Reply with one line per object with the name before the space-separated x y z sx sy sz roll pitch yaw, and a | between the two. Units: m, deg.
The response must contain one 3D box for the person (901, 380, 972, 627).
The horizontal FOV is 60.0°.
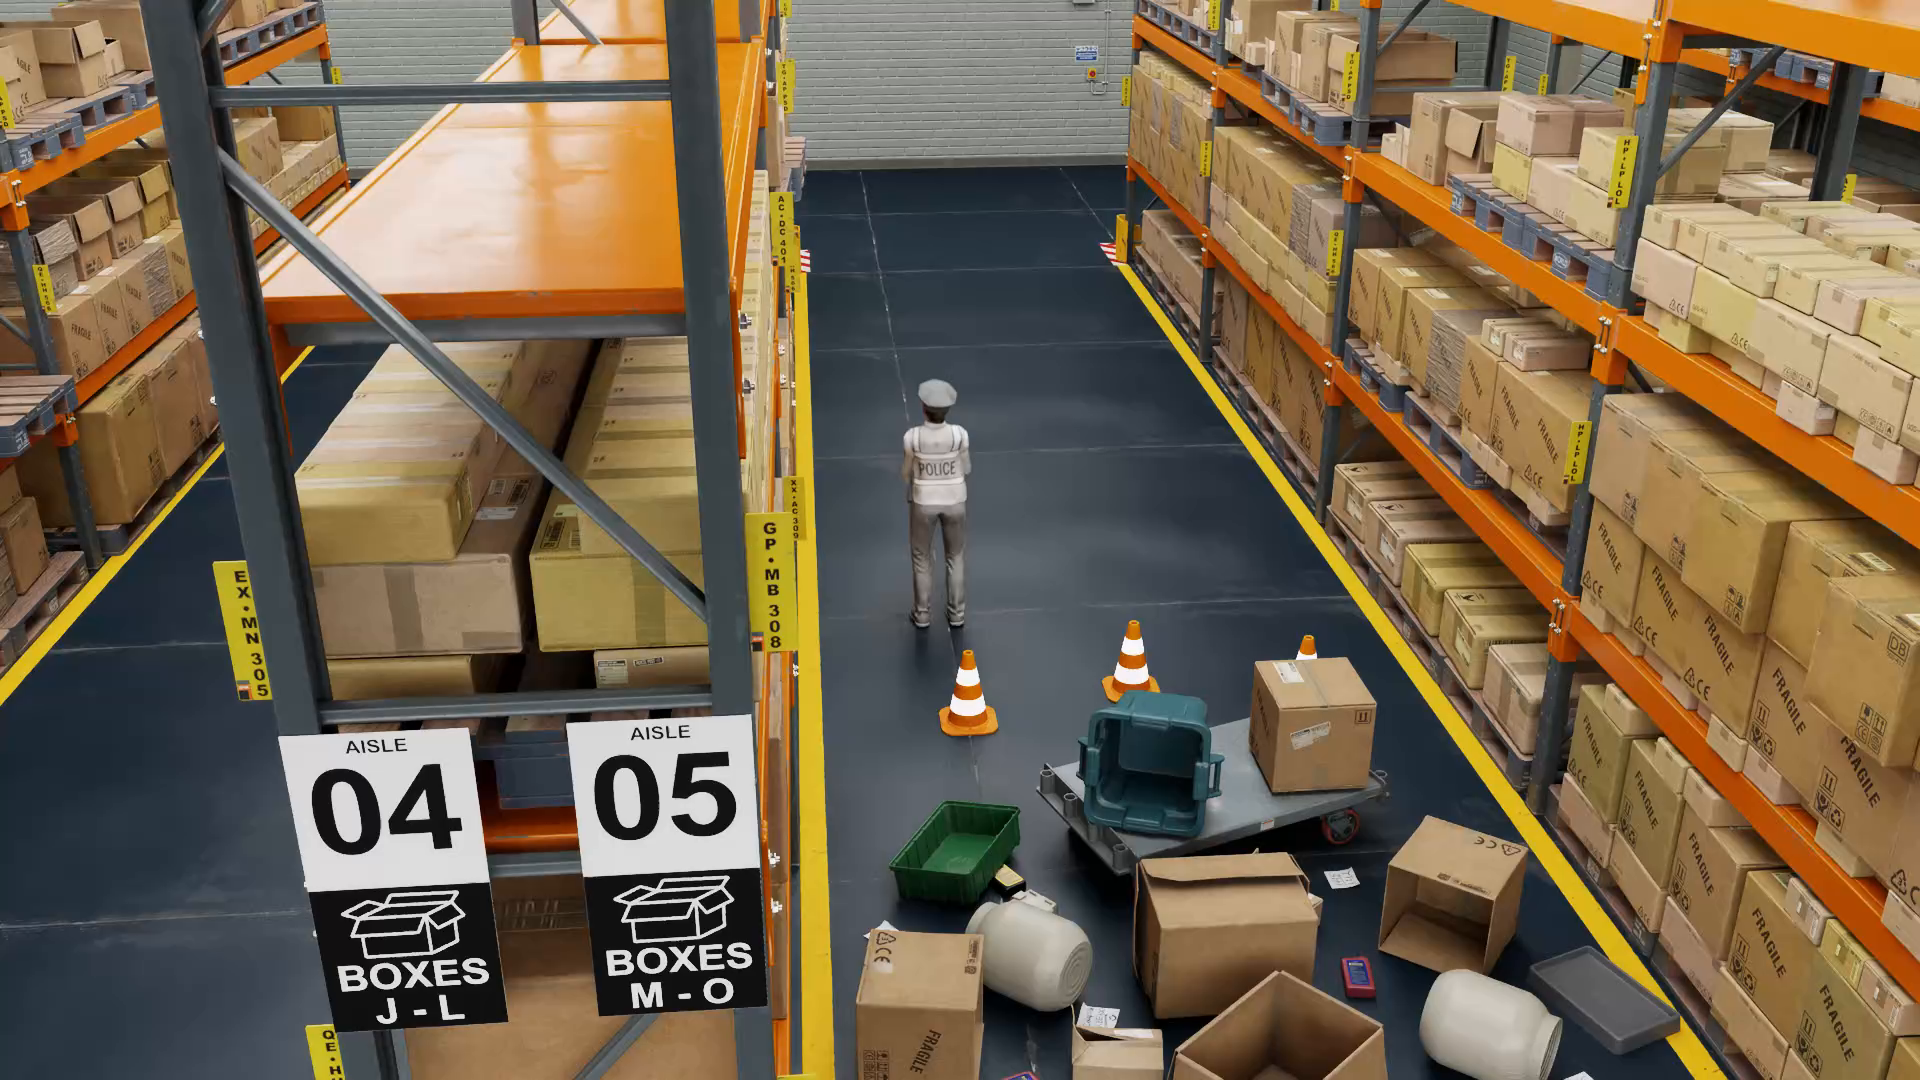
person | -0.153 -0.258 10.862 0.459 1.690 0.532 -2 24 -5
